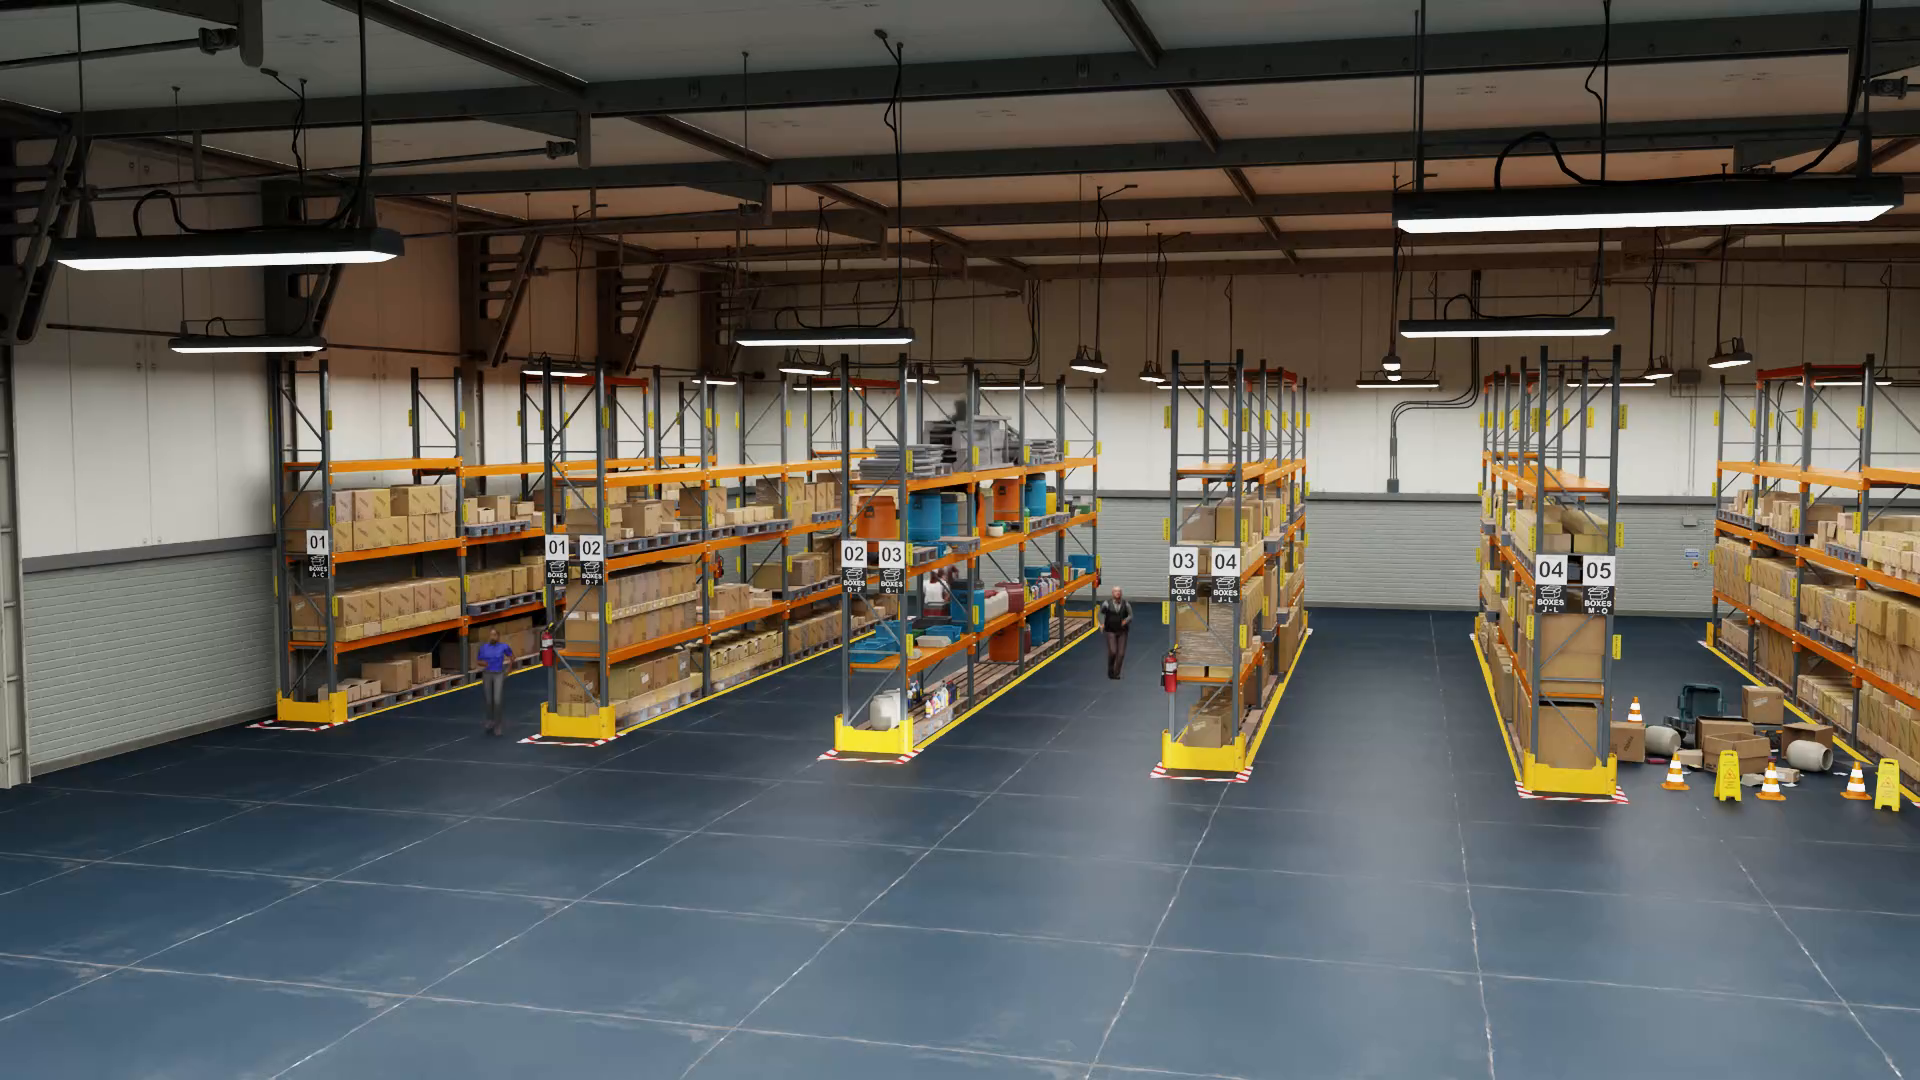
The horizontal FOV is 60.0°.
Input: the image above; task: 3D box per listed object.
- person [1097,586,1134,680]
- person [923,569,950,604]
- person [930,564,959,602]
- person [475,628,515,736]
[{"bbox_3d":[2.838,1.698,30.160,0.644,1.704,0.592,0,4,-4],"label":"person"},{"bbox_3d":[-0.581,1.480,37.121,0.695,1.733,0.723,0,4,4],"label":"person"},{"bbox_3d":[-0.337,1.210,40.664,0.784,1.737,0.719,-1,4,-7],"label":"person"},{"bbox_3d":[-7.461,2.277,26.670,0.579,1.725,0.695,0,4,-3],"label":"person"}]
